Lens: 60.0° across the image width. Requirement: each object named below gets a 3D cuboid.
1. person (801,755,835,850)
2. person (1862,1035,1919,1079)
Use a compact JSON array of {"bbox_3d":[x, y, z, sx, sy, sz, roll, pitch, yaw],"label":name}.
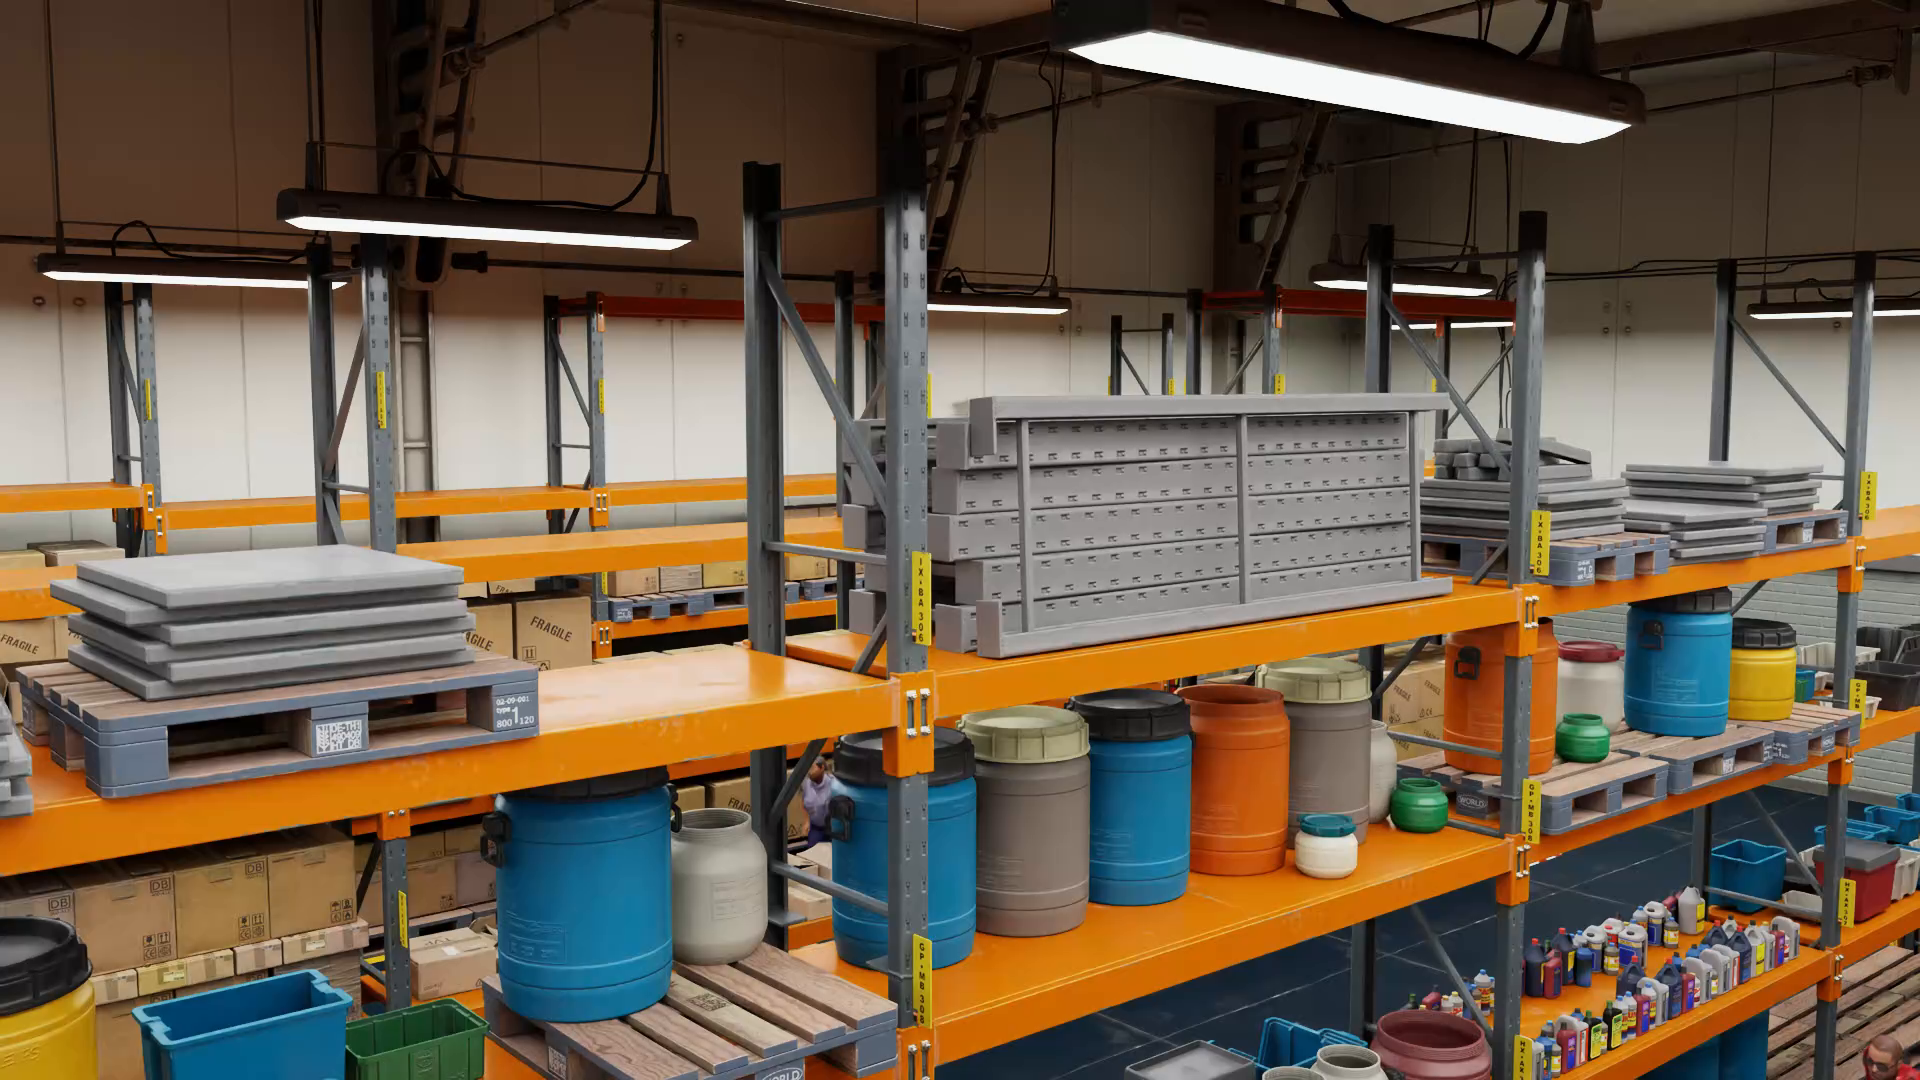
[{"bbox_3d":[-1.259,2.869,16.174,0.652,1.625,0.812,1,6,10],"label":"person"},{"bbox_3d":[5.538,3.498,9.523,1.124,1.533,0.647,-3,6,-29],"label":"person"}]
